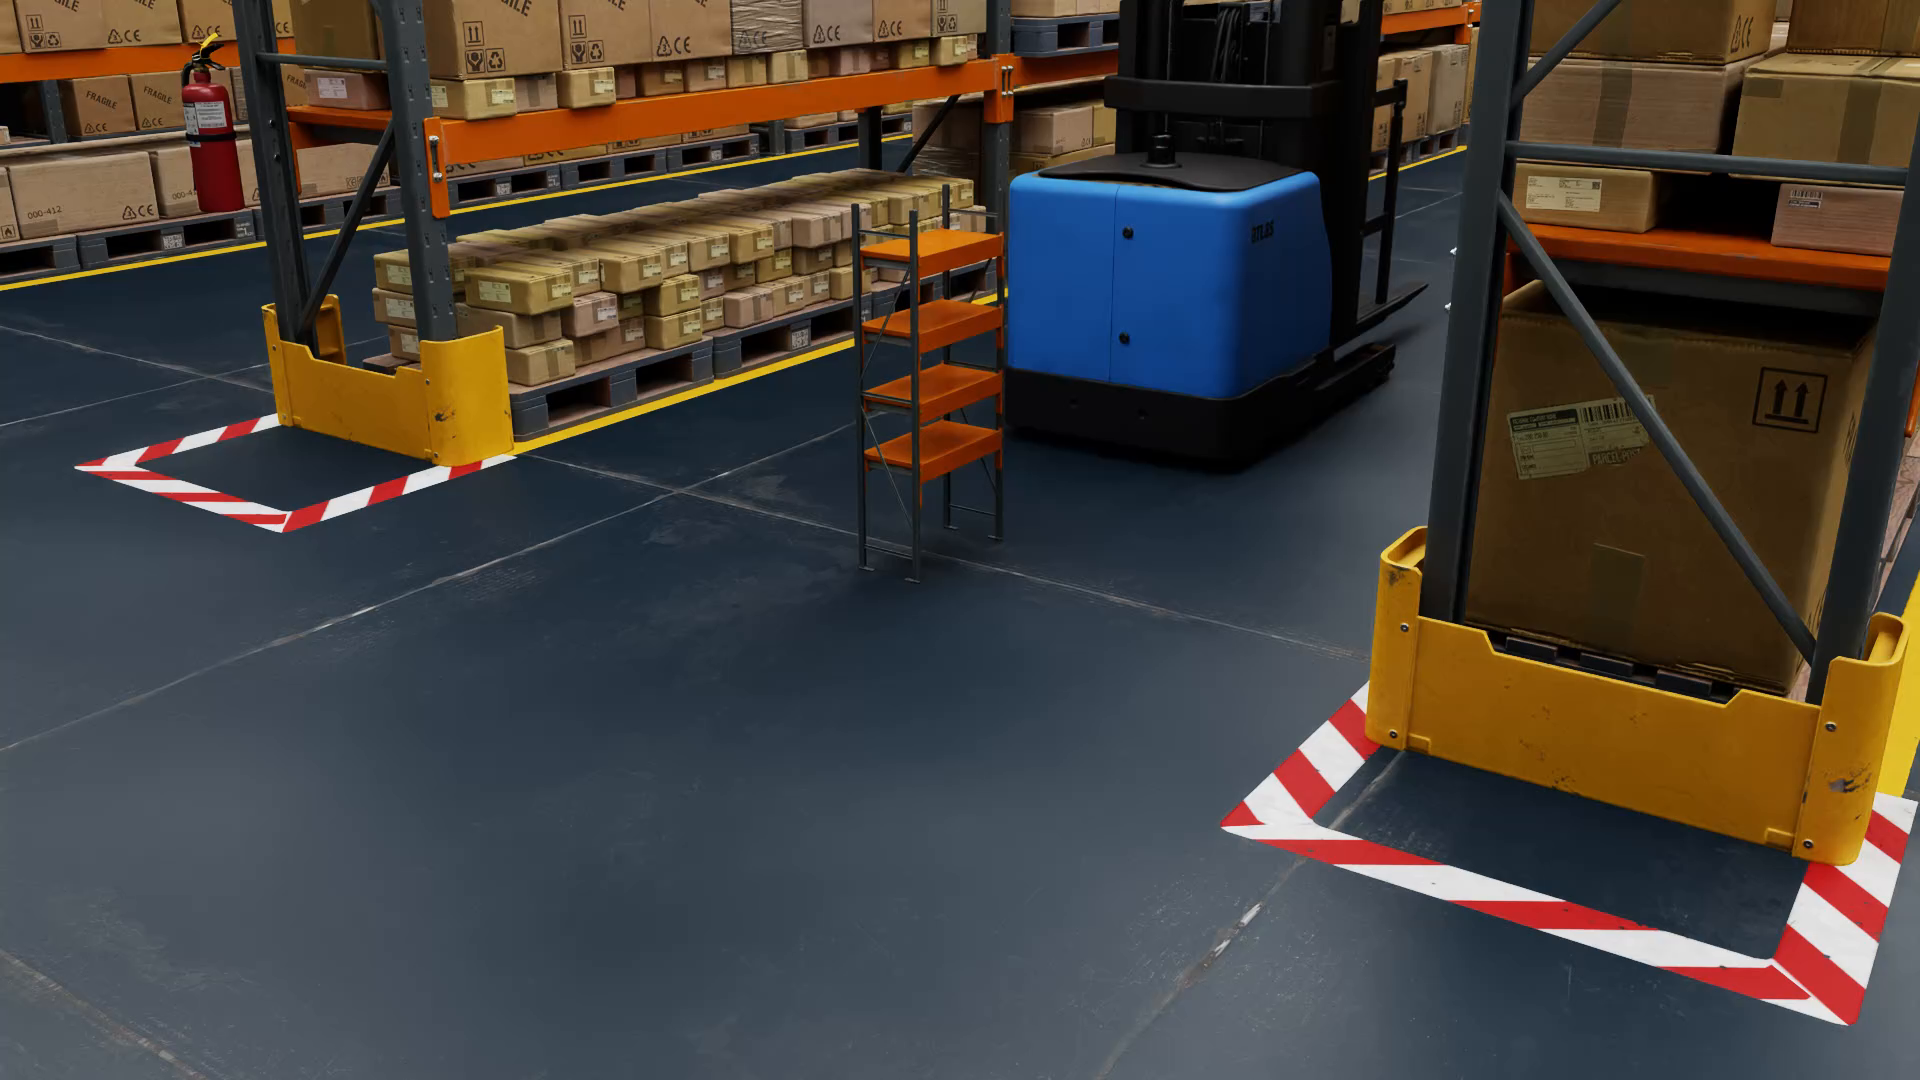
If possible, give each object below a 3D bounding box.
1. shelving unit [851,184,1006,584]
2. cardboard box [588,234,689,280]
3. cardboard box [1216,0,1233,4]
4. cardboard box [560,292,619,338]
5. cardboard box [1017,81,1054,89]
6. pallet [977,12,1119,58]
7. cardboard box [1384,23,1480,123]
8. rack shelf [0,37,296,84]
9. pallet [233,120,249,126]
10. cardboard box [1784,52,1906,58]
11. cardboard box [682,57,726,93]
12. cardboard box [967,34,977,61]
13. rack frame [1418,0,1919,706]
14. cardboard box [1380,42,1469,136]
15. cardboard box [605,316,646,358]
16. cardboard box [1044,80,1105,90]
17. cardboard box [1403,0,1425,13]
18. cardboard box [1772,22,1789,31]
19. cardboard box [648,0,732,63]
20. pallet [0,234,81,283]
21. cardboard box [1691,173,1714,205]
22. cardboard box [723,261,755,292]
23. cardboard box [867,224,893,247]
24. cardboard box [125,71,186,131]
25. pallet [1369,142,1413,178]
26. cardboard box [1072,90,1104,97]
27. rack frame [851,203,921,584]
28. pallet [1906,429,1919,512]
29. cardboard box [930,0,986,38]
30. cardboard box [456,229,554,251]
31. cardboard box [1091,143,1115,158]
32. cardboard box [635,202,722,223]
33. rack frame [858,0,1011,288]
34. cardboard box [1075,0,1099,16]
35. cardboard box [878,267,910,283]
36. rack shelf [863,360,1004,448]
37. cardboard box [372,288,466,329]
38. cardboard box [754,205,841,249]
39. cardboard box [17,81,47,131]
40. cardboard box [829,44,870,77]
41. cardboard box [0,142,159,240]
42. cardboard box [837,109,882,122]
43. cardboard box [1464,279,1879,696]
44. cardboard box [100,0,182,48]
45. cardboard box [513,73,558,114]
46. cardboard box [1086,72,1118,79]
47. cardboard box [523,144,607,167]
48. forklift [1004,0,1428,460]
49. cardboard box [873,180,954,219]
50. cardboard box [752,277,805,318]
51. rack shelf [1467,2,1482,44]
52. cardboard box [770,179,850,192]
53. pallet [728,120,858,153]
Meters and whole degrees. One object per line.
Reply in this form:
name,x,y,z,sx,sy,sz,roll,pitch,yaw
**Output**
shelving unit,-0.093,-0.515,5.428,0.258,1.200,0.503,13,24,32
cardboard box,-1.462,-1.285,7.563,0.380,0.149,0.250,12,23,29
cardboard box,1.610,-3.675,11.134,0.380,0.149,0.250,12,23,29
cardboard box,-1.704,-0.992,7.199,0.380,0.149,0.250,13,24,32
cardboard box,0.738,-5.229,18.935,0.500,0.250,0.500,12,23,29
pallet,0.387,-3.074,10.028,1.003,0.211,1.213,13,24,32
cardboard box,4.745,-4.636,16.430,0.875,0.875,0.875,14,24,33
rack shelf,-5.438,-2.998,10.583,1.077,0.370,4.000,13,24,32
pallet,-7.310,-4.161,16.709,1.003,0.211,1.213,13,24,32
cardboard box,2.413,-1.134,4.293,0.500,0.250,0.500,13,24,31
cardboard box,-1.287,-2.124,7.545,0.380,0.149,0.250,13,24,31
cardboard box,-0.130,-2.727,9.177,0.380,0.149,0.250,13,24,31
rack frame,1.633,-0.829,3.682,1.000,3.000,0.127,13,24,32
cardboard box,4.059,-4.214,15.472,1.050,0.750,0.750,13,24,32
cardboard box,-1.639,-0.937,7.477,0.380,0.149,0.250,14,24,32
cardboard box,0.924,-3.061,11.634,0.500,0.250,0.500,13,24,32
cardboard box,3.694,-4.823,14.337,0.500,0.500,0.500,14,24,32
cardboard box,2.547,-1.531,5.367,0.500,0.250,0.500,13,24,32
cardboard box,-1.365,-2.383,7.311,0.500,0.500,0.500,14,24,33
pallet,-6.178,-1.698,10.052,1.003,0.211,1.213,13,24,32
cardboard box,1.849,-1.025,4.573,0.380,0.149,0.250,13,24,32
cardboard box,-1.217,-1.313,8.066,0.380,0.149,0.250,15,25,35
cardboard box,-0.577,-1.607,8.860,0.380,0.149,0.250,14,24,32
cardboard box,-7.672,-4.150,15.659,0.500,0.500,0.500,13,24,31
pallet,3.277,-3.373,14.579,1.003,0.211,1.213,13,24,32
cardboard box,1.058,-2.808,10.951,0.500,0.250,0.500,14,25,34
rack frame,-0.230,-0.445,5.239,0.240,1.200,0.015,13,24,32
pallet,3.390,-0.466,6.720,1.003,0.211,1.213,13,24,32
cardboard box,-0.202,-2.965,8.885,0.500,0.500,0.500,13,24,32
cardboard box,-2.095,-1.325,7.671,0.380,0.149,0.250,13,24,31
cardboard box,0.767,-2.310,10.684,0.500,0.500,0.500,15,25,34
cardboard box,-1.428,-1.610,8.440,0.380,0.149,0.250,13,24,32
rack frame,-0.163,-2.973,9.478,1.000,3.000,0.127,13,24,32
cardboard box,0.590,-3.156,9.730,0.380,0.149,0.250,14,24,33
cardboard box,-0.412,-1.507,9.020,0.380,0.149,0.250,12,24,30
rack shelf,-0.093,-0.452,5.452,0.258,0.148,0.480,13,24,32
cardboard box,-2.351,-1.032,7.306,0.380,0.149,0.250,13,24,30
cardboard box,-0.820,-1.570,8.333,0.380,0.149,0.250,12,24,30
cardboard box,-8.390,-4.099,15.521,0.500,0.500,0.500,13,24,32
cardboard box,-0.678,-2.414,8.330,0.380,0.149,0.250,12,23,30
cardboard box,-5.767,-2.230,10.558,0.875,0.438,0.875,14,25,33
cardboard box,-1.331,-4.395,16.505,0.950,0.372,0.625,13,24,31
cardboard box,1.927,-0.229,4.517,0.875,0.875,0.875,13,24,32
cardboard box,-5.225,-3.330,10.300,0.500,0.500,0.500,14,25,34
cardboard box,-1.850,-1.818,6.717,0.380,0.149,0.250,14,25,34
cardboard box,1.672,-5.049,17.602,0.500,0.500,0.500,13,24,32
cardboard box,-3.530,-3.564,13.533,0.875,0.875,0.875,14,25,33
forklift,1.387,-2.143,7.333,1.130,2.935,3.031,12,24,30
cardboard box,-0.259,-1.878,9.165,0.380,0.149,0.250,14,24,32
cardboard box,-0.994,-1.219,8.242,0.380,0.149,0.250,13,24,32
rack shelf,5.458,-5.505,17.360,1.077,0.370,4.000,13,24,32
cardboard box,-0.834,-1.904,9.234,0.380,0.149,0.250,13,24,31
pallet,-1.625,-3.973,16.202,1.003,0.211,1.213,13,24,32
